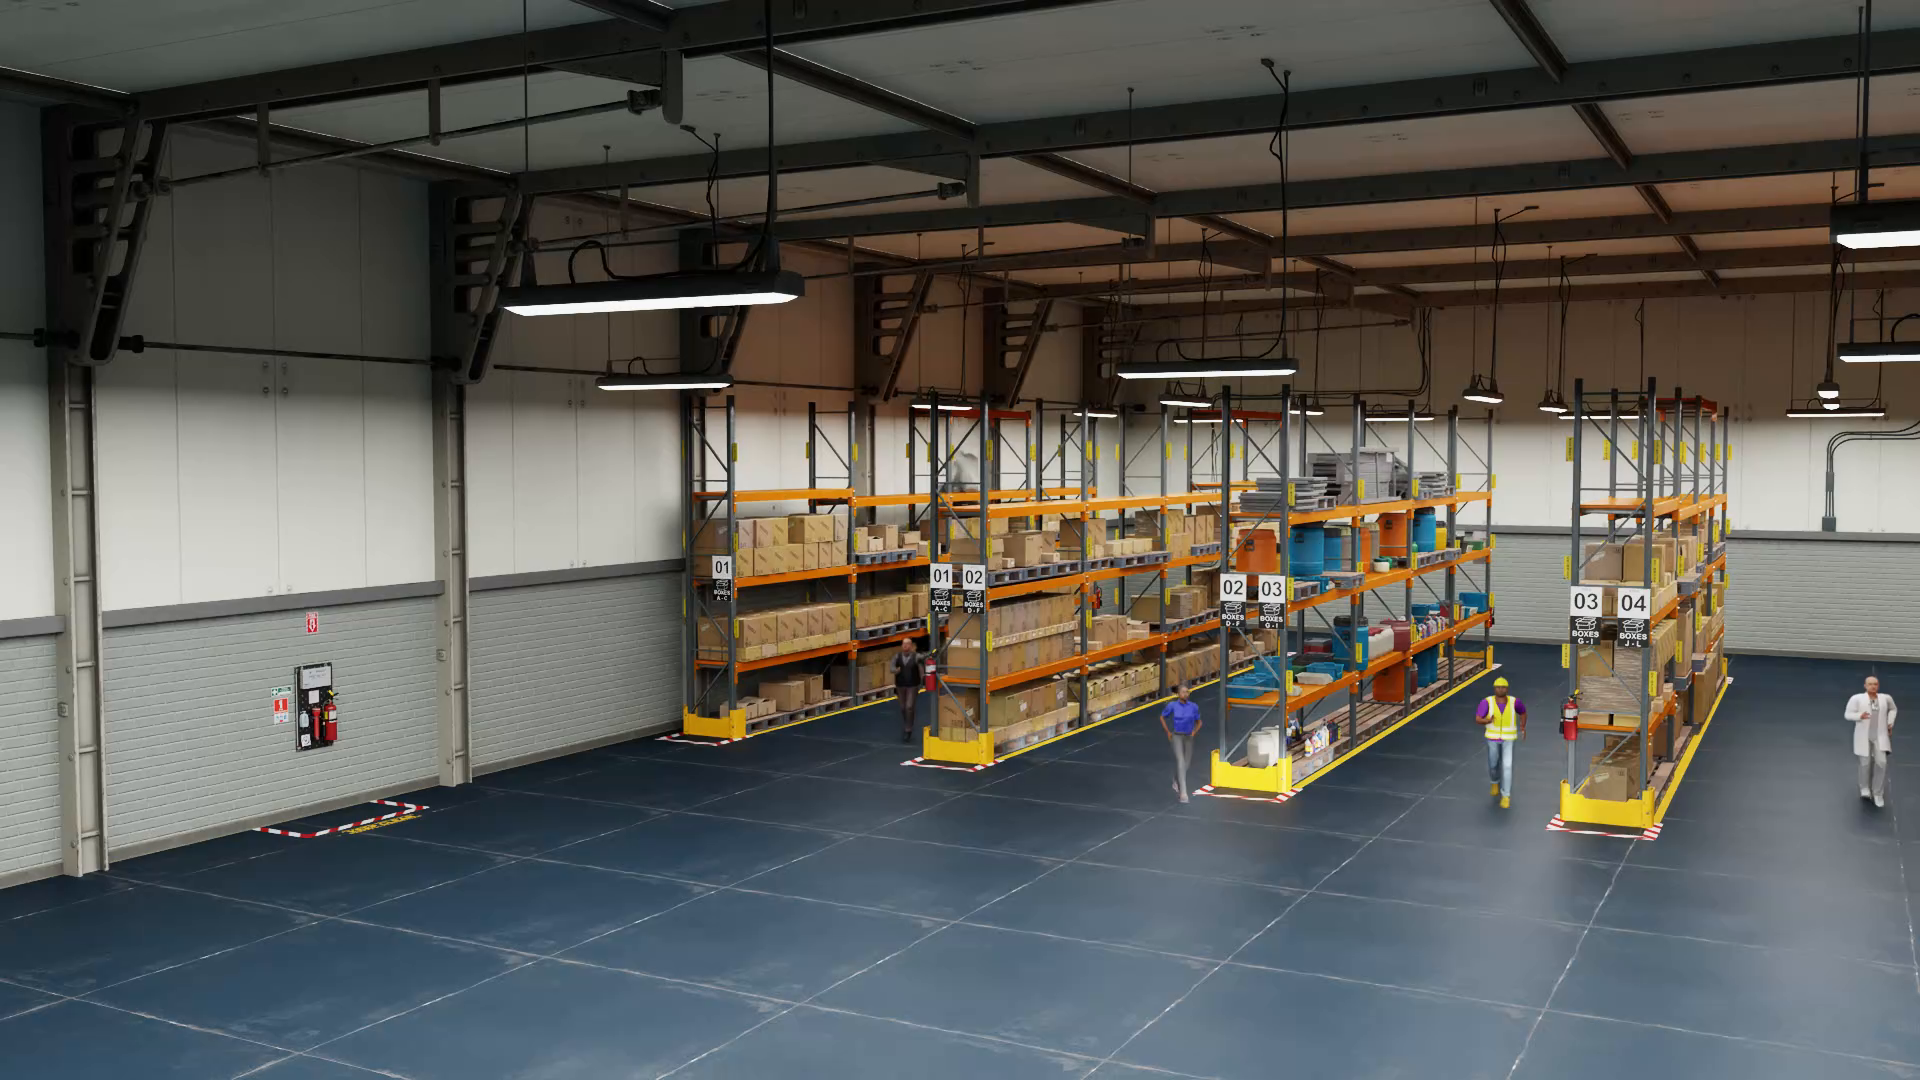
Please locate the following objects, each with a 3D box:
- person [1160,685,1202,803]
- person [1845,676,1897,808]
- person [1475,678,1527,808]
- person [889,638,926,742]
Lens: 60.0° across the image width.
[{"bbox_3d":[3.220,2.917,24.077,0.589,1.653,0.778,-1,3,-10],"label":"person"},{"bbox_3d":[13.009,2.865,23.745,0.690,1.842,0.823,1,3,23],"label":"person"},{"bbox_3d":[7.695,2.844,23.687,0.683,1.776,0.944,1,3,20],"label":"person"},{"bbox_3d":[-0.920,2.590,29.102,0.643,1.744,0.906,1,3,16],"label":"person"}]
